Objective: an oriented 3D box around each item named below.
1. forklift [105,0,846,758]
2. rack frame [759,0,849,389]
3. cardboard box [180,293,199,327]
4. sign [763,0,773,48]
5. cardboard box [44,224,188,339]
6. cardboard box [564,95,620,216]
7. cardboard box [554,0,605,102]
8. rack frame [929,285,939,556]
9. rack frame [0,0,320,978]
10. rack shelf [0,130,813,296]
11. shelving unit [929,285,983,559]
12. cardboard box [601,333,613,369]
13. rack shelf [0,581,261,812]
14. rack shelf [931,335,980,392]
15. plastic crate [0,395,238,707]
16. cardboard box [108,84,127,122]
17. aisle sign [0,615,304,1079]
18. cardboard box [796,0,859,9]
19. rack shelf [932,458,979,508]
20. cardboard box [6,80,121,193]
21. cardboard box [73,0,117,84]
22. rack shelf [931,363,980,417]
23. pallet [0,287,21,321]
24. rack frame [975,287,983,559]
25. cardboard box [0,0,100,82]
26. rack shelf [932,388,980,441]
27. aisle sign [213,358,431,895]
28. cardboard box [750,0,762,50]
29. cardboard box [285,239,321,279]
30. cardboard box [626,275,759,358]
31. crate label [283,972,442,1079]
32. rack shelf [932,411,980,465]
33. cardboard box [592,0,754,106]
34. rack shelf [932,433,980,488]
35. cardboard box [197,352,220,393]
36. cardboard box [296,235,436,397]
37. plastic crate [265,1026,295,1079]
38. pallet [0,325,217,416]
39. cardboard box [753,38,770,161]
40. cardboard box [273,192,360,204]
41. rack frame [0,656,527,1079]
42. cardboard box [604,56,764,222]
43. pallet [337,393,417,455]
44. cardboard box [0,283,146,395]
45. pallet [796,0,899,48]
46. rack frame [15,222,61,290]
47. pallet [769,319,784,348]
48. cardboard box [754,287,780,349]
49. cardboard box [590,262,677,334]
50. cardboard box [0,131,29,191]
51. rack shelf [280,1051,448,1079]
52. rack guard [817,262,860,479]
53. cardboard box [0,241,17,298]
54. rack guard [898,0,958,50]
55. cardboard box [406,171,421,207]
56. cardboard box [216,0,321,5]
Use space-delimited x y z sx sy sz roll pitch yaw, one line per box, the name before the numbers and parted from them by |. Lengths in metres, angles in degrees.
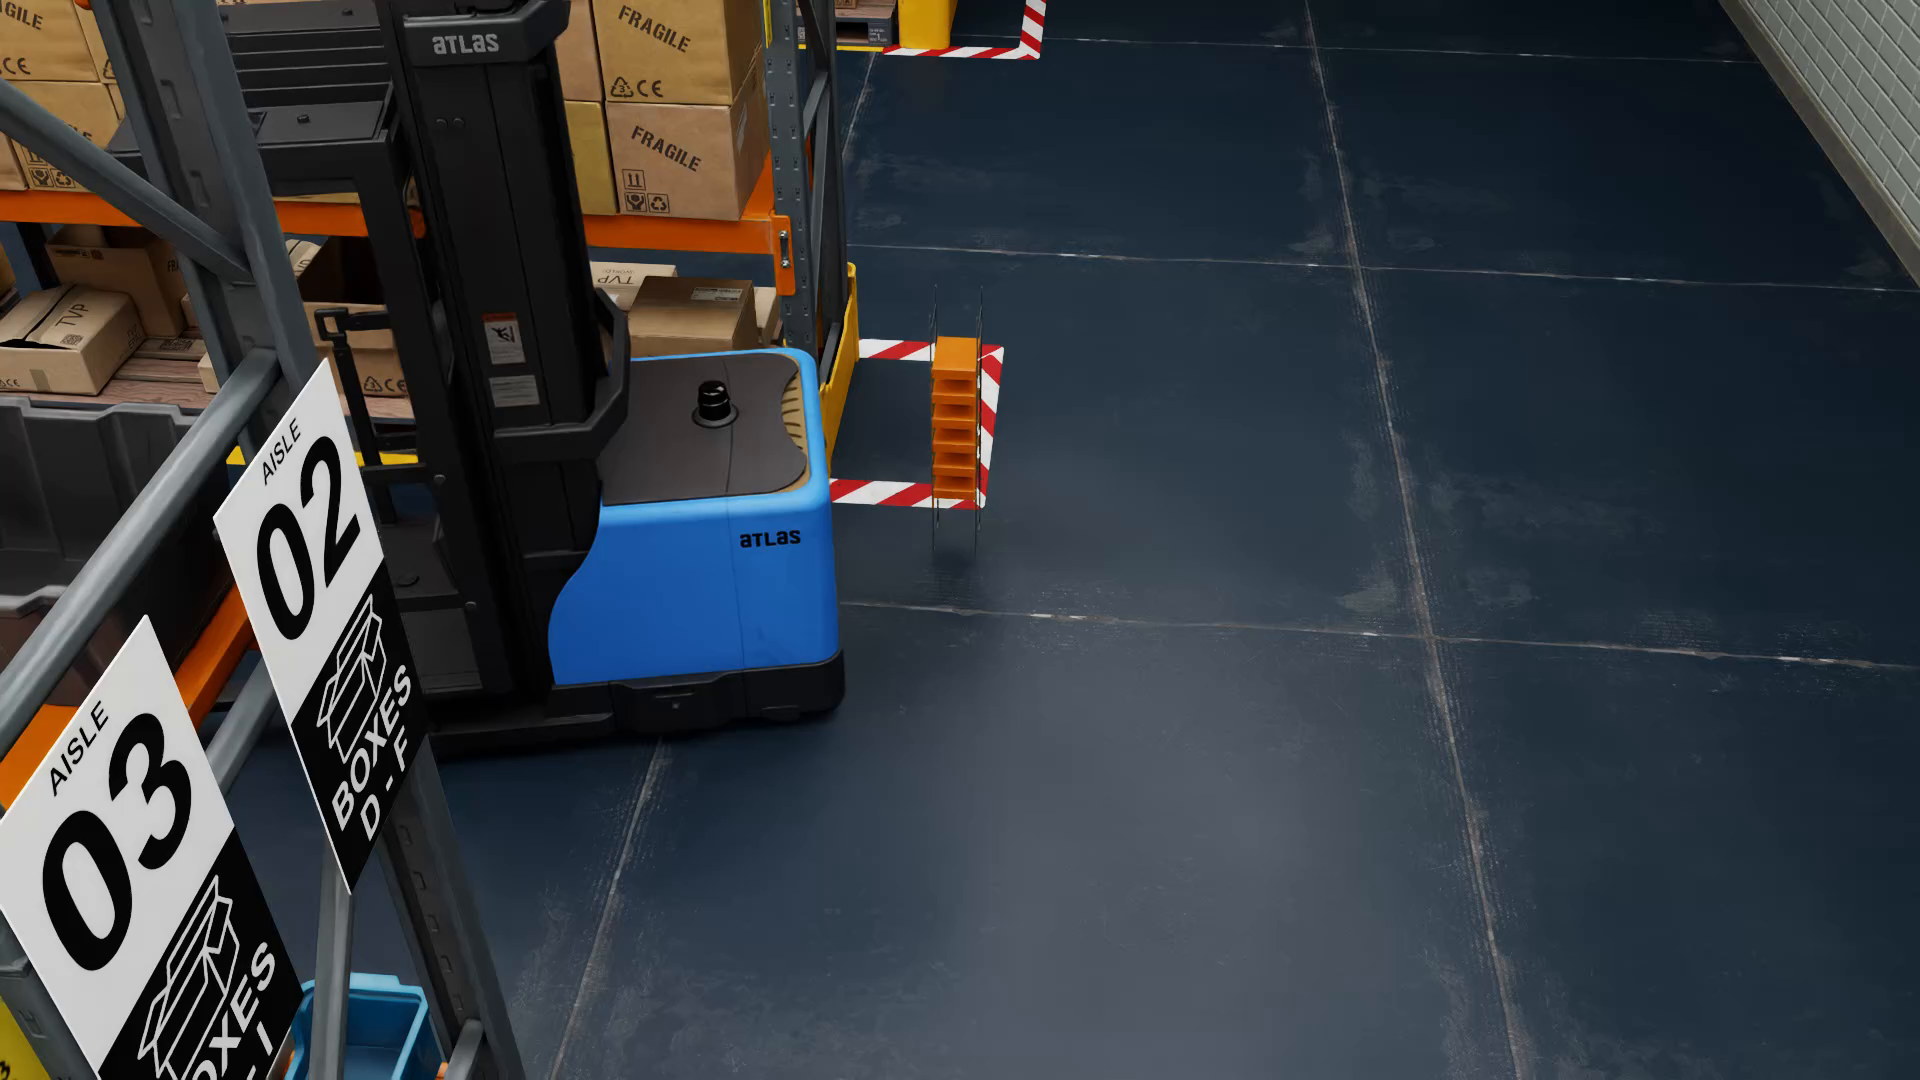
forklift | -1.998 -0.645 5.721 3.031 2.935 1.130 -5 39 -6
rack frame | -0.648 -1.772 7.051 0.127 3.000 1.000 3 39 4
cardboard box | -3.663 -1.220 8.282 0.250 0.149 0.380 3 39 4
sign | -0.716 -1.996 6.158 0.005 0.325 0.100 3 39 4
cardboard box | -4.041 -1.339 8.150 0.500 0.500 0.500 3 39 4
cardboard box | -1.635 -1.690 6.871 0.500 0.500 0.500 3 39 4
cardboard box | -1.619 -2.077 6.554 0.500 0.500 0.500 4 39 5
rack frame | -0.106 -0.471 6.878 0.006 1.200 0.240 3 39 4
rack frame | -1.079 -0.984 1.330 0.127 3.000 1.000 3 39 4
rack shelf | -2.641 -1.602 7.412 4.000 0.370 1.077 3 39 4
shelving unit | -0.014 -0.466 6.872 0.189 1.200 0.258 3 39 4
cardboard box | -1.607 -0.797 7.749 0.250 0.166 0.380 3 39 4
rack shelf | -3.072 0.350 2.638 4.000 0.370 1.077 3 39 4
rack shelf | -0.014 -0.711 6.673 0.180 0.103 0.258 3 39 4
plastic crate | -1.439 0.034 2.560 0.590 0.269 0.497 3 39 4
cardboard box | -3.141 -1.775 6.976 0.500 0.500 0.500 3 39 4
aisle sign | -1.033 0.523 2.172 0.004 0.787 0.394 3 39 4
cardboard box | -0.931 -4.057 11.505 0.500 0.500 0.700 3 39 4
rack shelf | -0.014 -0.246 7.052 0.180 0.103 0.258 3 39 4
cardboard box | -3.639 -1.804 7.011 0.500 0.500 0.500 4 39 5
cardboard box | -3.162 -2.158 6.654 0.500 0.500 0.500 2 39 3
rack shelf | -0.014 -0.618 6.749 0.180 0.103 0.258 3 39 4
pallet | -5.447 -0.929 8.224 1.213 0.211 1.003 3 39 4
rack frame | 0.077 -0.461 6.866 0.006 1.200 0.240 3 39 4
cardboard box | -3.674 -2.186 6.688 0.500 0.500 0.500 2 39 2
rack shelf | -0.014 -0.525 6.824 0.180 0.103 0.258 3 39 4
aisle sign | -0.982 0.152 2.628 0.004 0.787 0.394 3 39 4
cardboard box | -1.068 -2.389 6.937 0.500 0.500 0.500 4 39 5
cardboard box | -3.294 -1.224 8.160 0.500 0.311 0.500 3 39 4
cardboard box | -1.211 -0.848 7.547 0.500 0.500 0.500 3 39 4
crate label | -1.297 1.164 3.529 0.303 0.233 0.416 3 39 4
rack shelf | -0.014 -0.432 6.900 0.180 0.103 0.258 3 39 4
cardboard box | -1.116 -2.050 6.521 0.500 0.500 0.500 3 39 3
rack shelf | -0.014 -0.339 6.976 0.180 0.103 0.258 3 39 4
cardboard box | -3.371 -0.862 7.829 0.250 0.166 0.380 3 39 4
cardboard box | -2.761 -1.093 7.846 0.637 0.503 0.797 3 39 4
plastic crate | -1.609 1.132 3.645 0.298 0.136 0.250 3 39 4
pallet | -3.949 -0.870 8.152 1.213 0.211 1.003 3 39 4
cardboard box | -1.068 -2.001 7.253 0.500 0.500 0.500 4 39 5
cardboard box | -2.634 -1.748 6.943 0.500 0.500 0.500 3 39 3
rack frame | -1.079 1.343 3.224 0.127 3.000 1.000 3 39 4
cardboard box | -1.118 -1.664 6.839 0.500 0.500 0.500 4 39 5
pallet | -2.731 -0.806 8.073 1.213 0.211 1.003 3 39 4
cardboard box | -4.234 -0.959 7.833 0.500 0.311 0.500 3 39 4
pallet | -1.028 -3.801 11.752 1.213 0.211 1.003 3 39 4
rack frame | -4.633 -1.990 7.319 0.127 3.000 1.000 3 39 4
pallet | -1.518 -0.738 7.989 1.213 0.211 1.003 3 39 4
cardboard box | -1.036 -1.076 8.106 0.250 0.149 0.380 3 39 4
cardboard box | -1.664 -1.112 8.069 0.500 0.250 0.500 3 39 4
cardboard box | -4.149 -1.830 7.043 0.500 0.500 0.500 4 39 5
rack shelf | -3.072 1.513 3.585 4.000 0.370 1.077 3 39 4
rack guard | -0.724 -0.807 7.845 0.348 0.500 1.175 3 39 4
cardboard box | -5.094 -1.371 8.190 0.500 0.500 0.500 1 39 2
rack guard | -0.201 -3.917 11.666 0.348 0.500 1.175 3 39 4
cardboard box | -2.132 -1.721 6.909 0.500 0.500 0.500 3 39 4
cardboard box | -2.648 -2.130 6.620 0.500 0.500 0.500 4 39 5
